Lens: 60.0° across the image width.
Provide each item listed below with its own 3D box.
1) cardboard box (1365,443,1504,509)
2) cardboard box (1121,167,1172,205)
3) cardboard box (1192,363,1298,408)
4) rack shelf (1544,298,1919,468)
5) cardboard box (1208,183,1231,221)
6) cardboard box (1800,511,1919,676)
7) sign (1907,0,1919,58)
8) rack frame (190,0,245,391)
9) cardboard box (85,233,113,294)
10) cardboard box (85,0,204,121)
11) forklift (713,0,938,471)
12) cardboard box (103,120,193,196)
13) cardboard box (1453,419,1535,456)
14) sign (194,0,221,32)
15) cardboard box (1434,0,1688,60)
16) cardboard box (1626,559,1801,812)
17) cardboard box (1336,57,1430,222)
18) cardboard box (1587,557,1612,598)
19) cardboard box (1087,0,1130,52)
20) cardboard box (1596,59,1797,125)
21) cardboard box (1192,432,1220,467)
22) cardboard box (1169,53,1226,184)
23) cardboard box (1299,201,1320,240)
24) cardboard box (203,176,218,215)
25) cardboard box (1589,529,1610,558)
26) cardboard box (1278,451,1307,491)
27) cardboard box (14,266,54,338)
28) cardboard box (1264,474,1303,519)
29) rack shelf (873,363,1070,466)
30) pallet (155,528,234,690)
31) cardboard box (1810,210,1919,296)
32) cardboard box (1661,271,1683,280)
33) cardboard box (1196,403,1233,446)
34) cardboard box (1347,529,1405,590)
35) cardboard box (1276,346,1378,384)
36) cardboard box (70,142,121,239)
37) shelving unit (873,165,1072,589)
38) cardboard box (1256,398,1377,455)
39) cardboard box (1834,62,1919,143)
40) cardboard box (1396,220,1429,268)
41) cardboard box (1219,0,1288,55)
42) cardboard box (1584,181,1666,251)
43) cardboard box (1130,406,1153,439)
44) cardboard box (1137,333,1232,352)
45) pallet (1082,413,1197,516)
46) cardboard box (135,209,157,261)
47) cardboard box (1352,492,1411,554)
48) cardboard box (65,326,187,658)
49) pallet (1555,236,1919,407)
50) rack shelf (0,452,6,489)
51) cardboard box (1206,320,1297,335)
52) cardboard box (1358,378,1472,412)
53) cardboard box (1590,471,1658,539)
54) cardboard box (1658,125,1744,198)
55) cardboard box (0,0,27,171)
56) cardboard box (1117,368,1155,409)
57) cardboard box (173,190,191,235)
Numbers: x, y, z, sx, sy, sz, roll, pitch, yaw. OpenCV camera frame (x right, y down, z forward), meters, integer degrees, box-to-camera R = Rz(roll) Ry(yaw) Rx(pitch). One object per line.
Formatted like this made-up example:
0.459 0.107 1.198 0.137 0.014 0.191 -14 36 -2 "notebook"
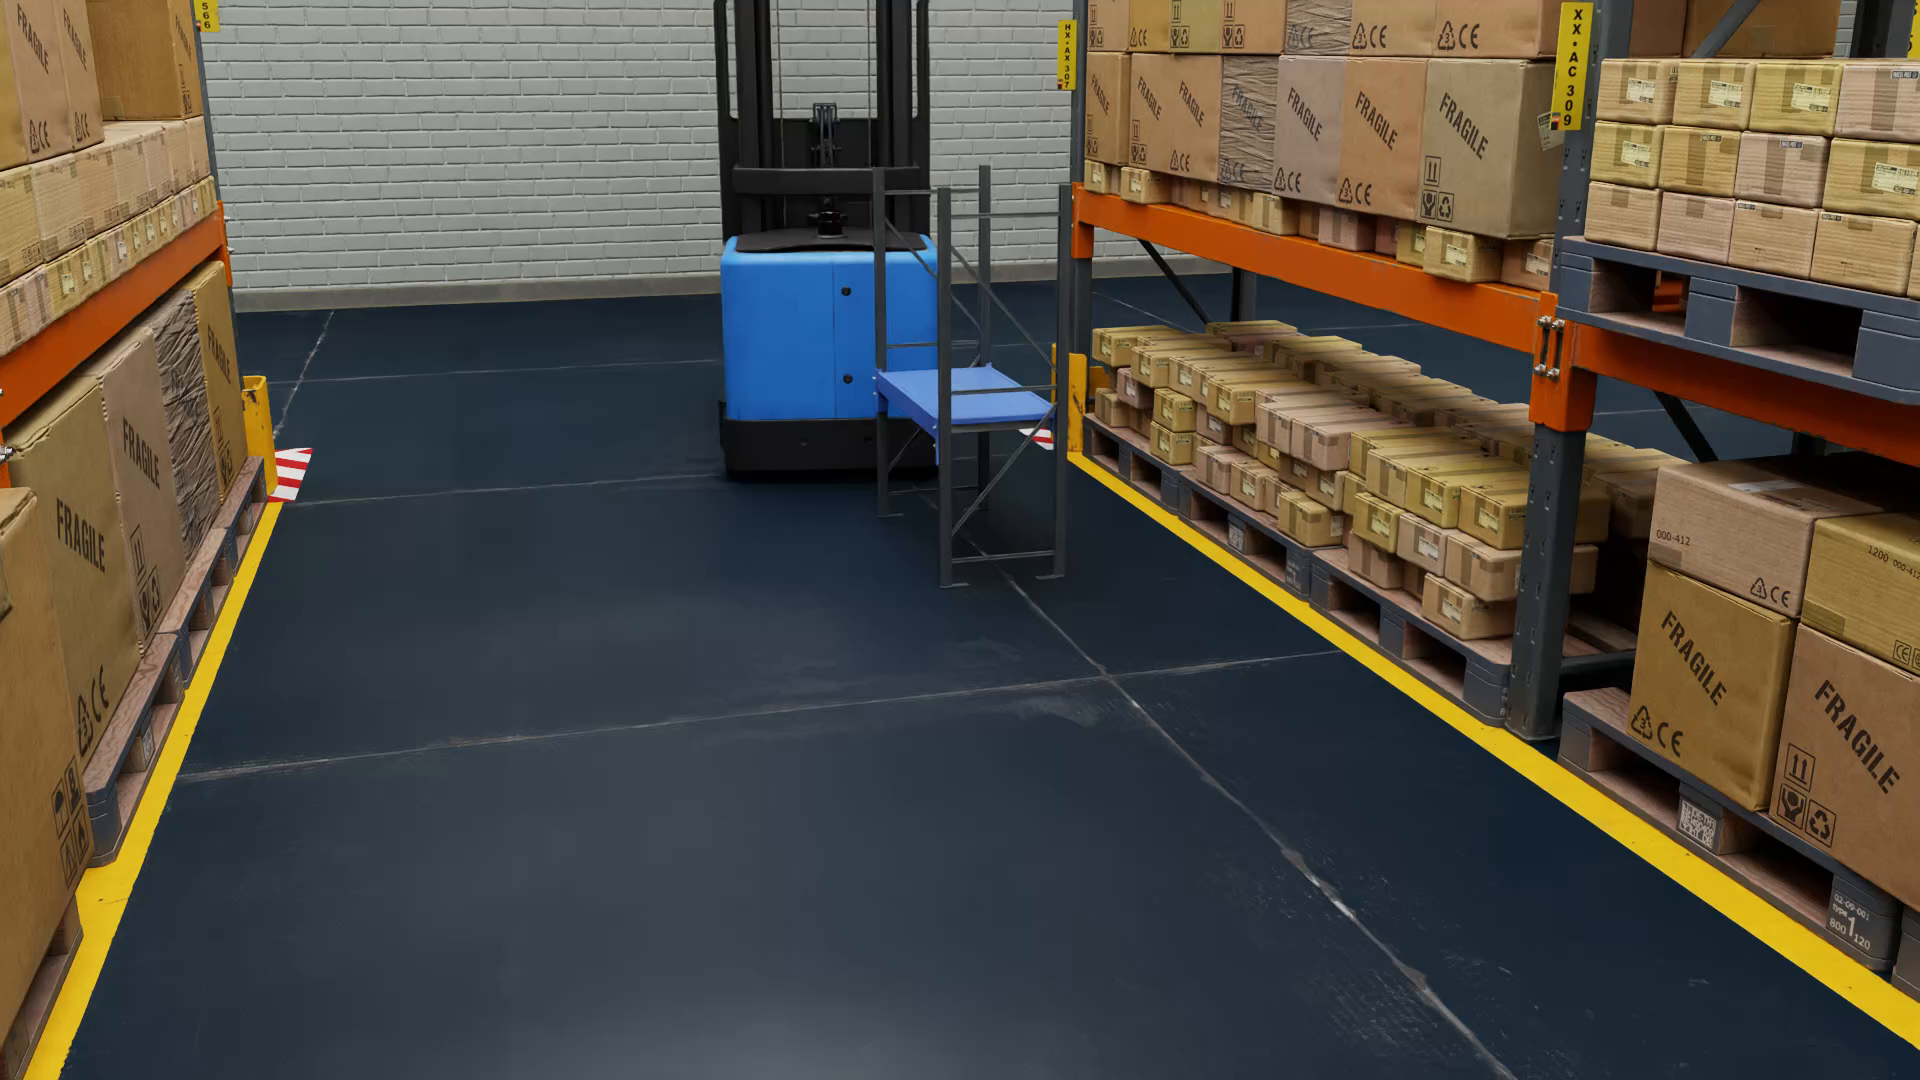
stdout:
1.614 -0.220 5.663 0.380 0.149 0.250 -5 17 -16 "cardboard box"
0.952 -1.611 7.538 0.380 0.149 0.250 -5 17 -17 "cardboard box"
1.216 -0.655 7.111 0.380 0.149 0.250 -4 17 -13 "cardboard box"
2.695 0.012 2.950 1.077 0.370 4.000 -5 17 -15 "rack shelf"
1.247 -1.403 6.844 0.380 0.149 0.250 -5 17 -16 "cardboard box"
2.243 0.123 3.640 0.500 0.250 0.500 -4 17 -14 "cardboard box"
2.678 -1.486 4.671 0.100 0.325 0.005 -5 17 -15 "sign"
-3.751 -1.628 7.159 1.000 3.000 0.127 -5 17 -15 "rack frame"
-2.703 -0.799 4.833 0.380 0.149 0.250 -5 17 -16 "cardboard box"
-3.364 -1.944 6.650 0.500 0.500 0.500 -4 17 -15 "cardboard box"
-0.725 -2.101 8.853 1.130 2.935 3.031 -2 17 -5 "forklift"
-3.224 -1.446 6.294 0.500 0.250 0.500 -5 17 -16 "cardboard box"
2.021 -0.336 6.047 0.380 0.149 0.250 -5 17 -17 "cardboard box"
-3.225 -2.335 7.088 0.100 0.325 0.005 -5 17 -15 "sign"
1.756 -1.664 4.849 0.500 0.500 0.500 -5 18 -17 "cardboard box"
2.093 0.335 4.237 0.500 0.500 0.500 -4 17 -13 "cardboard box"
1.599 -1.332 5.480 0.500 0.500 0.500 -5 17 -17 "cardboard box"
2.281 0.078 5.703 0.380 0.149 0.250 -4 17 -14 "cardboard box"
0.914 -2.517 7.687 0.500 0.500 0.500 -5 17 -16 "cardboard box"
1.811 -1.107 4.094 0.380 0.149 0.250 -4 17 -12 "cardboard box"
1.234 -0.382 7.234 0.380 0.149 0.250 -5 17 -15 "cardboard box"
1.198 -1.754 6.888 0.500 0.500 0.500 -4 17 -15 "cardboard box"
1.481 -1.188 6.131 0.380 0.149 0.250 -5 17 -16 "cardboard box"
-3.336 -1.436 6.954 0.380 0.149 0.250 -4 17 -14 "cardboard box"
2.197 -0.053 5.622 0.380 0.149 0.250 -5 17 -15 "cardboard box"
1.458 -0.295 6.428 0.380 0.149 0.250 -6 18 -18 "cardboard box"
-2.485 -0.582 4.114 0.380 0.149 0.250 -5 18 -17 "cardboard box"
1.418 -0.167 6.520 0.380 0.149 0.250 -4 17 -14 "cardboard box"
0.023 -0.522 6.710 0.538 0.185 1.000 -5 17 -15 "rack shelf"
-3.124 0.259 5.723 1.003 0.211 1.213 -5 17 -15 "pallet"
2.026 -0.606 3.464 0.380 0.149 0.250 -5 17 -15 "cardboard box"
2.382 -0.870 5.071 0.380 0.149 0.250 -4 17 -13 "cardboard box"
1.247 -0.519 7.175 0.380 0.149 0.250 -6 18 -18 "cardboard box"
1.584 0.050 5.797 0.380 0.149 0.250 -5 18 -17 "cardboard box"
1.652 -0.775 7.508 0.380 0.149 0.250 -5 18 -17 "cardboard box"
-2.808 -1.024 4.891 0.500 0.250 0.500 -4 17 -14 "cardboard box"
0.023 -0.695 6.658 0.538 1.500 1.048 -5 17 -15 "shelving unit"
1.368 -0.440 6.393 0.380 0.149 0.250 -5 18 -17 "cardboard box"
2.028 -0.890 3.372 0.380 0.149 0.250 -5 17 -16 "cardboard box"
1.650 -0.968 5.396 0.380 0.149 0.250 -4 17 -13 "cardboard box"
1.324 -2.091 6.271 0.500 0.500 0.500 -5 18 -17 "cardboard box"
1.811 -0.822 4.180 0.380 0.149 0.250 -6 18 -18 "cardboard box"
1.033 -0.592 7.935 0.380 0.149 0.250 -5 17 -15 "cardboard box"
1.055 -0.875 7.841 0.380 0.149 0.250 -4 17 -14 "cardboard box"
1.256 -0.409 7.945 1.003 0.211 1.213 -5 17 -15 "pallet"
-2.916 -1.013 5.546 0.380 0.149 0.250 -4 17 -14 "cardboard box"
1.576 -0.073 5.689 0.380 0.149 0.250 -5 18 -17 "cardboard box"
-3.003 -0.143 5.178 0.875 0.875 0.875 -5 17 -15 "cardboard box"
2.215 -0.571 3.974 1.003 0.211 1.213 -5 17 -15 "pallet"
-2.102 0.376 1.737 1.077 0.370 4.000 -5 17 -15 "rack shelf"
1.435 -0.987 8.215 0.380 0.149 0.250 -4 17 -15 "cardboard box"
1.845 -0.553 6.770 0.380 0.149 0.250 -5 17 -15 "cardboard box"
2.250 -0.119 5.324 0.380 0.149 0.250 -4 17 -13 "cardboard box"
1.884 -0.893 3.899 0.380 0.149 0.250 -5 17 -16 "cardboard box"
-2.537 -1.104 3.855 0.500 0.500 0.500 -5 17 -15 "cardboard box"
0.964 -0.725 7.861 0.380 0.149 0.250 -5 17 -16 "cardboard box"
-3.127 -1.225 6.252 0.380 0.149 0.250 -4 17 -14 "cardboard box"
